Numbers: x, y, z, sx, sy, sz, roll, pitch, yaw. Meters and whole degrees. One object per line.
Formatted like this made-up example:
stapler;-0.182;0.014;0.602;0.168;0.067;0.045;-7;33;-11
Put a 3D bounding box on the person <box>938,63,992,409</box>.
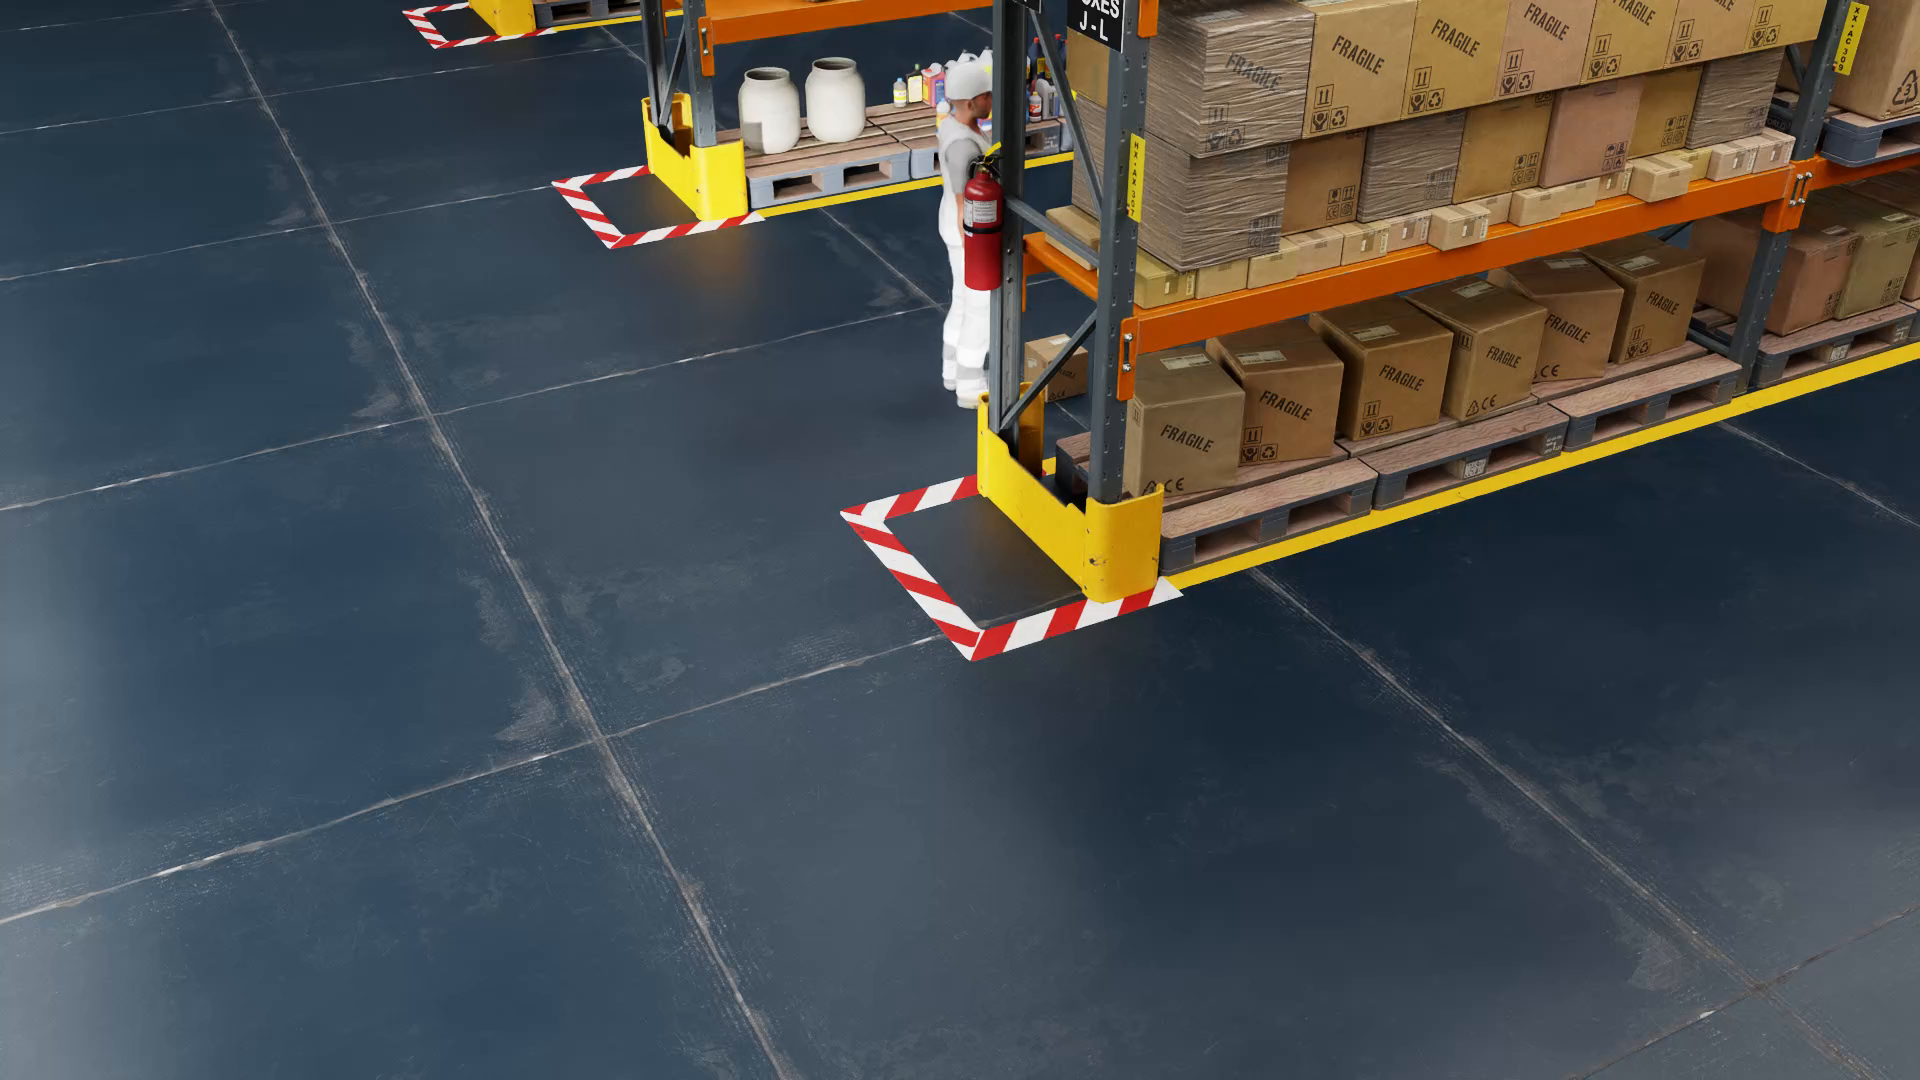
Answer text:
person;0.081;-1.556;8.535;0.387;1.788;0.529;-3;33;-4
